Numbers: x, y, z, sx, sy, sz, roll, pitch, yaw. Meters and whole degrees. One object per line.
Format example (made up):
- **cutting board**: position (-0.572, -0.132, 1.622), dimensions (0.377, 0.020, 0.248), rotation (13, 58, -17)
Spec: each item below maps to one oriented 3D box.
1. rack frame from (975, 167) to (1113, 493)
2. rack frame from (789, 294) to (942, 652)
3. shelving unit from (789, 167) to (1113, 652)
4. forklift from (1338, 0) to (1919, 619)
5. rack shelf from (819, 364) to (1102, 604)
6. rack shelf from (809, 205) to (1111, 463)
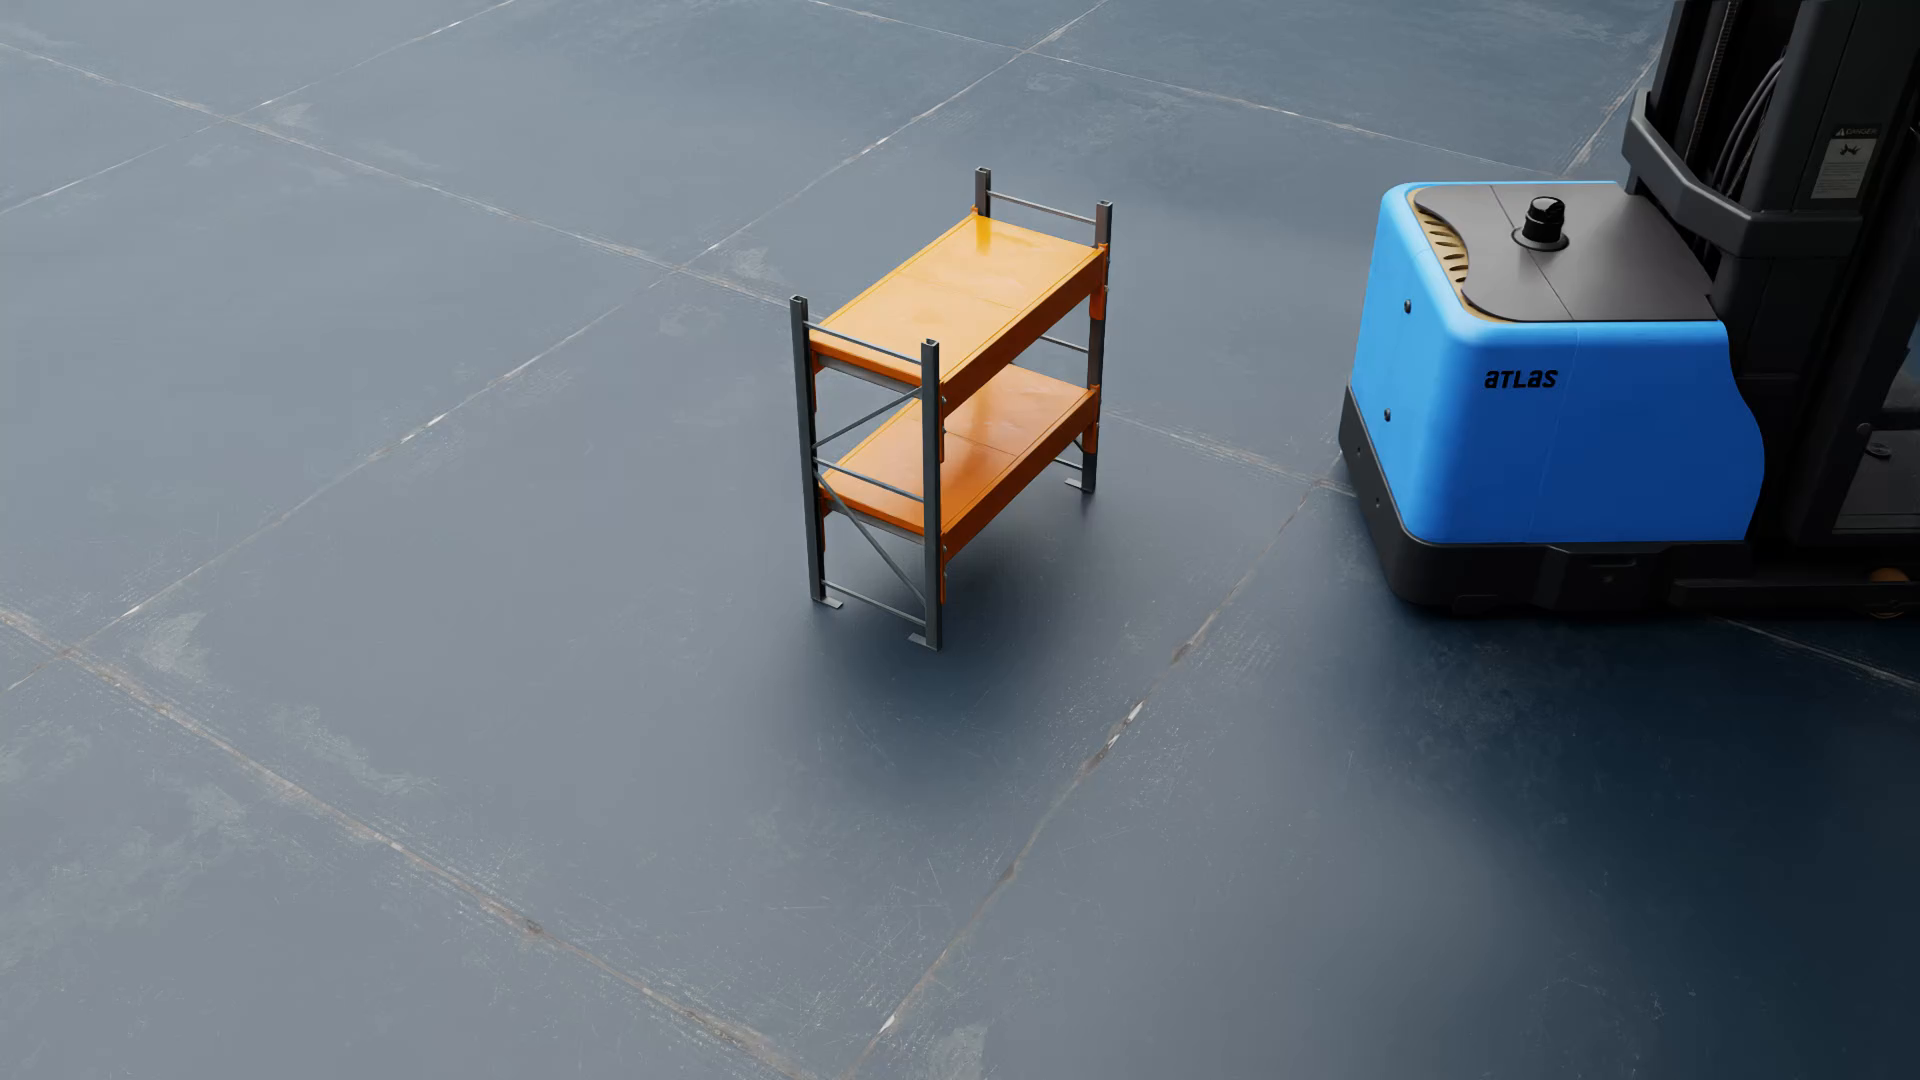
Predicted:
- **rack frame**: position (0.269, -0.704, 5.742), dimensions (0.500, 1.125, 0.032), rotation (21, 42, 25)
- **rack frame**: position (-0.276, -0.180, 5.062), dimensions (0.500, 1.125, 0.032), rotation (21, 42, 25)
- **shelving unit**: position (-0.004, -0.442, 5.402), dimensions (0.538, 1.125, 1.048), rotation (21, 42, 25)
- **forklift**: position (2.912, -1.231, 4.946), dimensions (3.031, 2.935, 1.130), rotation (-1, 38, -1)
- **rack shelf**: position (-0.004, -0.248, 5.551), dimensions (0.538, 0.278, 1.000), rotation (21, 42, 25)
- **rack shelf**: position (-0.004, -0.674, 5.223), dimensions (0.538, 0.278, 1.000), rotation (21, 42, 25)
